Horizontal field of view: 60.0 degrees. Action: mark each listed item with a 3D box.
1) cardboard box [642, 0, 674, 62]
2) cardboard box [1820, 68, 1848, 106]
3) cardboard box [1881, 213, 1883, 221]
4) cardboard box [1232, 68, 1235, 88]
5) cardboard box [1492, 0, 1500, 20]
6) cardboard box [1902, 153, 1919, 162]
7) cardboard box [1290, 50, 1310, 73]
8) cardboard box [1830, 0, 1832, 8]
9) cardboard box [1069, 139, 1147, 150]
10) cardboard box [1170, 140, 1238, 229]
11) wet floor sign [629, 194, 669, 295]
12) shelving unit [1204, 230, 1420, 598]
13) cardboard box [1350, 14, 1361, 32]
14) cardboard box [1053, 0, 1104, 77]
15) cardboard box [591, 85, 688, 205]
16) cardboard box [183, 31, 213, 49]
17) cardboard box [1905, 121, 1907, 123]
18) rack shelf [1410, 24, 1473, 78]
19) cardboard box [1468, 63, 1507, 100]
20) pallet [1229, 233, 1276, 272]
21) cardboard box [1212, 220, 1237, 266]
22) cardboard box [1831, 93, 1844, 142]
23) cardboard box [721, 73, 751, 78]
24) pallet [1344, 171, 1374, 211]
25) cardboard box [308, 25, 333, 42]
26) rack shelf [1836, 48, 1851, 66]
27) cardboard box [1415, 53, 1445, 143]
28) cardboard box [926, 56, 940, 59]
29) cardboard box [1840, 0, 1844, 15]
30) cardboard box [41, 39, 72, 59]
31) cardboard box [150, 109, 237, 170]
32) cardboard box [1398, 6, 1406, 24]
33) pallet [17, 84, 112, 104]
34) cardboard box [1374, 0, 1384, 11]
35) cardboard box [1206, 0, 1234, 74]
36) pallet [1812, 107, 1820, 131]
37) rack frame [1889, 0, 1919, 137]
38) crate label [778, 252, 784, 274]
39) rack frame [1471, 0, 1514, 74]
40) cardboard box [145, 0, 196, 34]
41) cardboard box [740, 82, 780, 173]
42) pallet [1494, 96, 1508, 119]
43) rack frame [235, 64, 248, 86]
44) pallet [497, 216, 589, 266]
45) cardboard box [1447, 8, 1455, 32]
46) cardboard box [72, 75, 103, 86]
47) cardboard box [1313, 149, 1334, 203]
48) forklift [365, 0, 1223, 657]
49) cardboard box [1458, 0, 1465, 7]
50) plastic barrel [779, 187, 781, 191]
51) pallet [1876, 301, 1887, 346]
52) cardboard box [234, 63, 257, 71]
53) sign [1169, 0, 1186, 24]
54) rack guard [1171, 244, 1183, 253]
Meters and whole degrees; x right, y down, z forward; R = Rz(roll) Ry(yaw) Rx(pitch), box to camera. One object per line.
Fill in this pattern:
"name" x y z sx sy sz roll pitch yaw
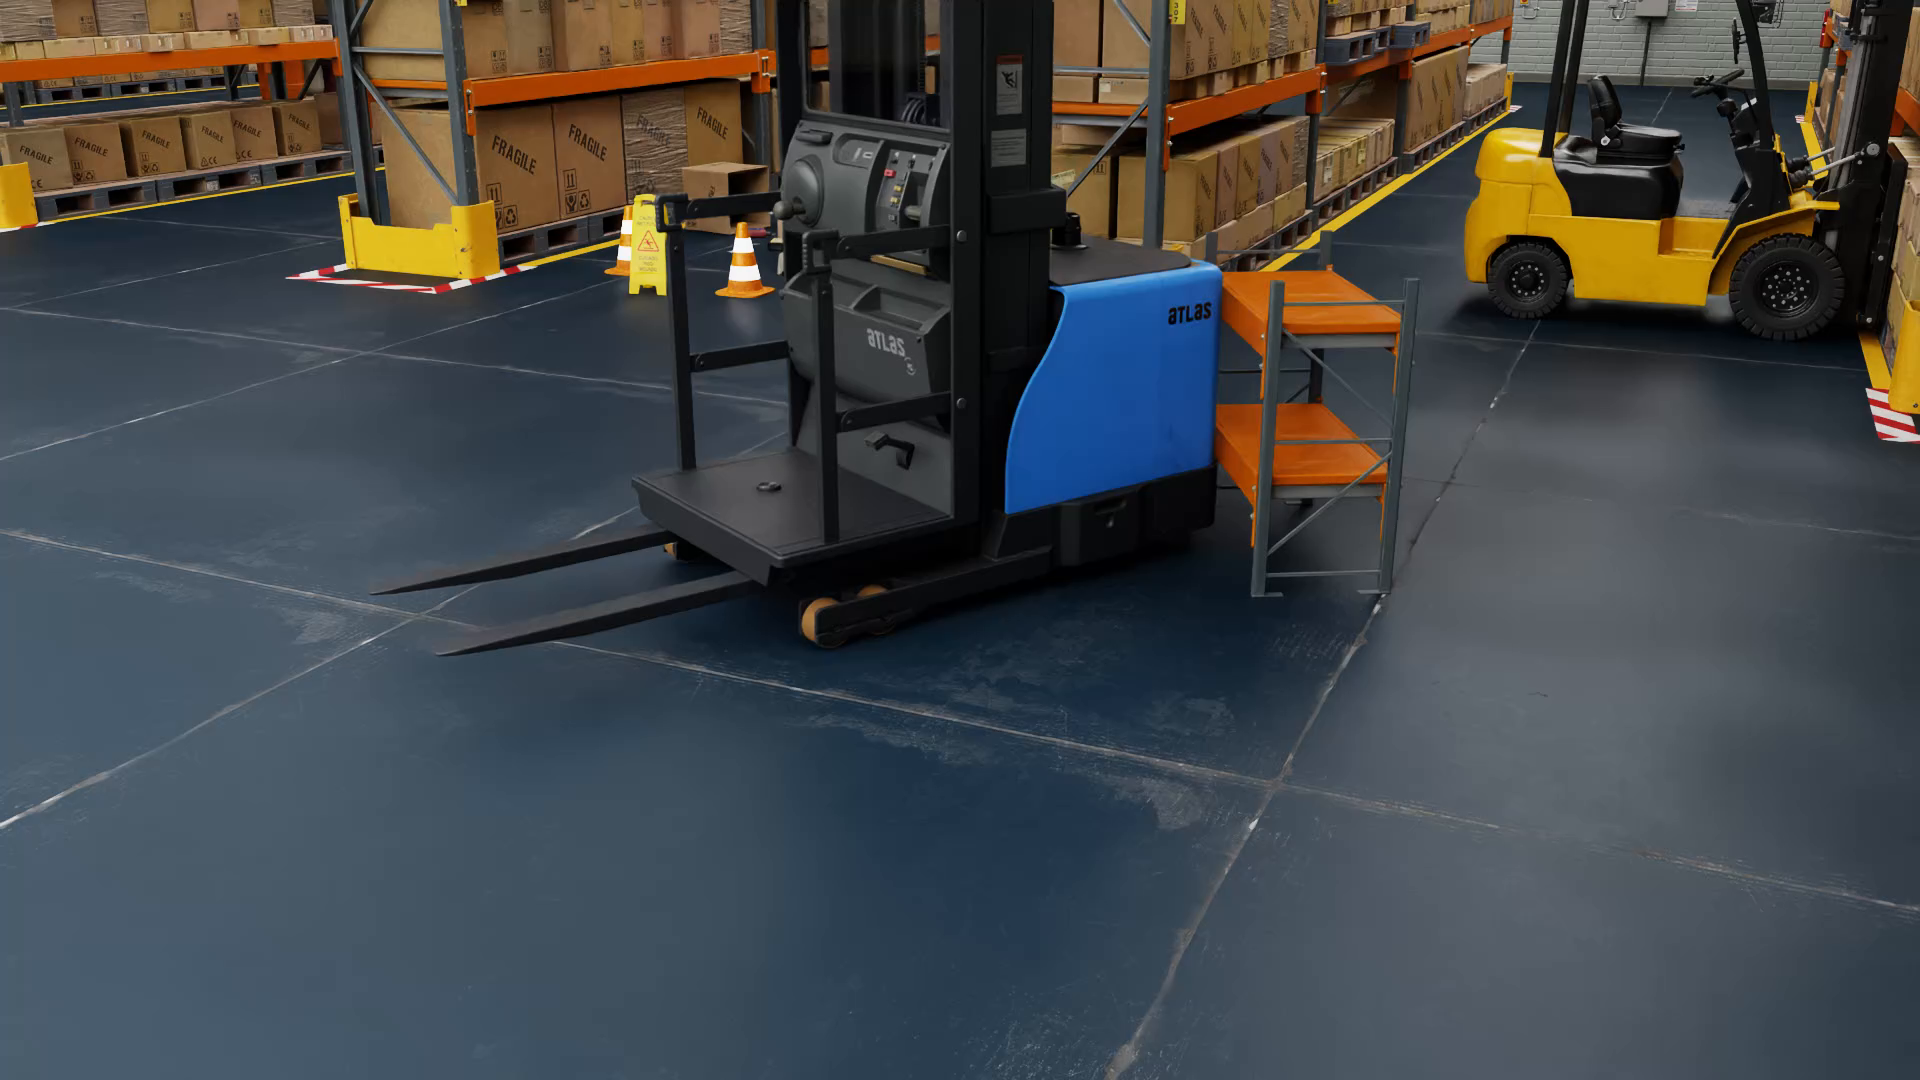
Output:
"cardboard box" -2.876 -4.220 13.634 0.875 0.550 0.550 9 21 23
"cardboard box" 11.461 -5.772 21.320 0.797 0.503 0.637 8 21 21
"cardboard box" 5.984 -1.982 10.295 0.500 0.250 0.500 8 21 22
"cardboard box" 1.592 -3.063 10.980 0.380 0.149 0.250 9 22 25
"cardboard box" 6.692 -6.998 21.519 0.500 0.500 0.500 9 22 24
"cardboard box" 5.988 -2.216 10.207 0.500 0.250 0.500 9 22 25
"cardboard box" 2.405 -3.600 12.489 0.380 0.149 0.250 9 22 24
"cardboard box" 11.366 -6.892 21.150 0.500 0.250 0.500 9 21 23
"cardboard box" 1.017 -2.409 11.124 0.500 0.500 0.500 9 22 25
"cardboard box" 1.518 -2.345 10.943 0.500 0.500 0.500 8 21 21
"wet floor sign" -2.047 -1.971 11.049 0.267 0.644 0.232 5 20 13
"shelving unit" 1.248 -0.507 6.215 0.538 1.125 1.048 -1 20 -4
"cardboard box" 3.169 -4.386 14.072 0.380 0.149 0.250 9 21 24
"cardboard box" 0.687 -3.104 10.126 0.500 0.500 0.500 8 21 22
"cardboard box" -2.890 -3.322 13.877 0.875 0.875 0.875 9 21 23
"cardboard box" -7.134 -4.614 15.342 0.380 0.149 0.250 9 21 23
"cardboard box" 7.994 -3.168 13.817 0.875 0.625 0.625 9 22 24
"rack shelf" 4.811 -5.431 18.336 1.077 0.370 4.000 9 21 23
"cardboard box" 7.089 -6.379 23.126 0.875 0.438 0.875 8 21 21
"pallet" 1.613 -2.037 11.882 1.003 0.211 1.213 9 21 23
"cardboard box" 1.515 -1.979 11.033 0.500 0.250 0.500 9 22 25
"cardboard box" 9.548 -4.440 17.581 0.500 0.500 0.500 8 21 22
"cardboard box" -3.655 -6.739 23.486 1.225 0.875 0.875 9 21 23
"pallet" 3.170 -3.234 15.248 1.003 0.211 1.213 9 21 23
"cardboard box" -6.507 -5.071 16.626 0.380 0.149 0.250 9 21 23
"rack shelf" 9.341 -4.751 16.424 1.077 0.370 4.000 9 21 23
"cardboard box" 4.720 -4.827 18.109 0.875 0.875 0.875 9 21 23
"cardboard box" -0.328 -5.581 19.670 0.500 0.250 0.500 9 21 23
"cardboard box" 9.758 -5.829 17.606 0.700 0.500 0.500 9 22 24
"cardboard box" -7.755 -4.157 14.055 0.380 0.149 0.250 9 21 23
"cardboard box" -7.297 -3.822 15.843 0.500 0.500 0.500 7 21 18
"cardboard box" 3.967 -4.930 15.604 0.380 0.149 0.250 8 21 22
"pallet" -13.745 -6.788 25.240 1.003 0.211 1.213 9 21 23
"cardboard box" 3.428 -4.886 14.510 0.500 0.500 0.500 8 21 20
"cardboard box" 1.372 -3.165 10.300 0.500 0.500 0.500 9 22 24
"pallet" 11.441 -5.343 21.178 1.003 0.211 1.213 9 21 23
"rack frame" 6.884 -3.256 11.146 1.000 3.000 0.127 9 21 23
"crate label" -1.171 -1.970 11.803 0.250 0.136 0.298 -2 20 -5
"rack frame" 7.268 -7.604 23.373 1.000 3.000 0.127 9 21 23
"cardboard box" -7.520 -4.892 15.154 0.875 0.500 0.500 9 21 23
"cardboard box" -2.031 -3.924 15.756 1.050 0.750 0.750 8 21 22
"pallet" 7.012 -6.035 23.123 1.003 0.211 1.213 9 21 23
"rack frame" -12.447 -9.101 27.584 1.000 3.000 0.127 9 21 23
"pallet" -3.585 -2.302 12.628 1.003 0.211 1.213 9 21 23
"cardboard box" 5.243 -5.831 18.613 0.500 0.250 0.500 8 21 21
"cardboard box" -13.429 -7.169 25.224 0.500 0.500 0.500 8 21 21
"cardboard box" 2.567 -3.056 13.880 0.950 0.372 0.625 9 21 23
"forklift" -0.502 -1.224 5.537 3.031 2.935 1.130 -14 24 -34
"cardboard box" 5.473 -6.224 18.971 0.500 0.250 0.500 9 22 24
"plastic barrel" -1.268 -2.813 13.746 0.421 0.421 0.512 -9 22 -24
"pallet" 6.022 -1.330 9.894 1.003 0.211 1.213 9 21 23
"cardboard box" -12.078 -8.140 28.238 0.500 0.311 0.500 9 21 23
"sign" 1.211 -3.046 9.266 0.100 0.325 0.005 9 21 23
"rack guard" 0.747 -1.558 10.104 1.175 0.500 0.348 9 21 23
